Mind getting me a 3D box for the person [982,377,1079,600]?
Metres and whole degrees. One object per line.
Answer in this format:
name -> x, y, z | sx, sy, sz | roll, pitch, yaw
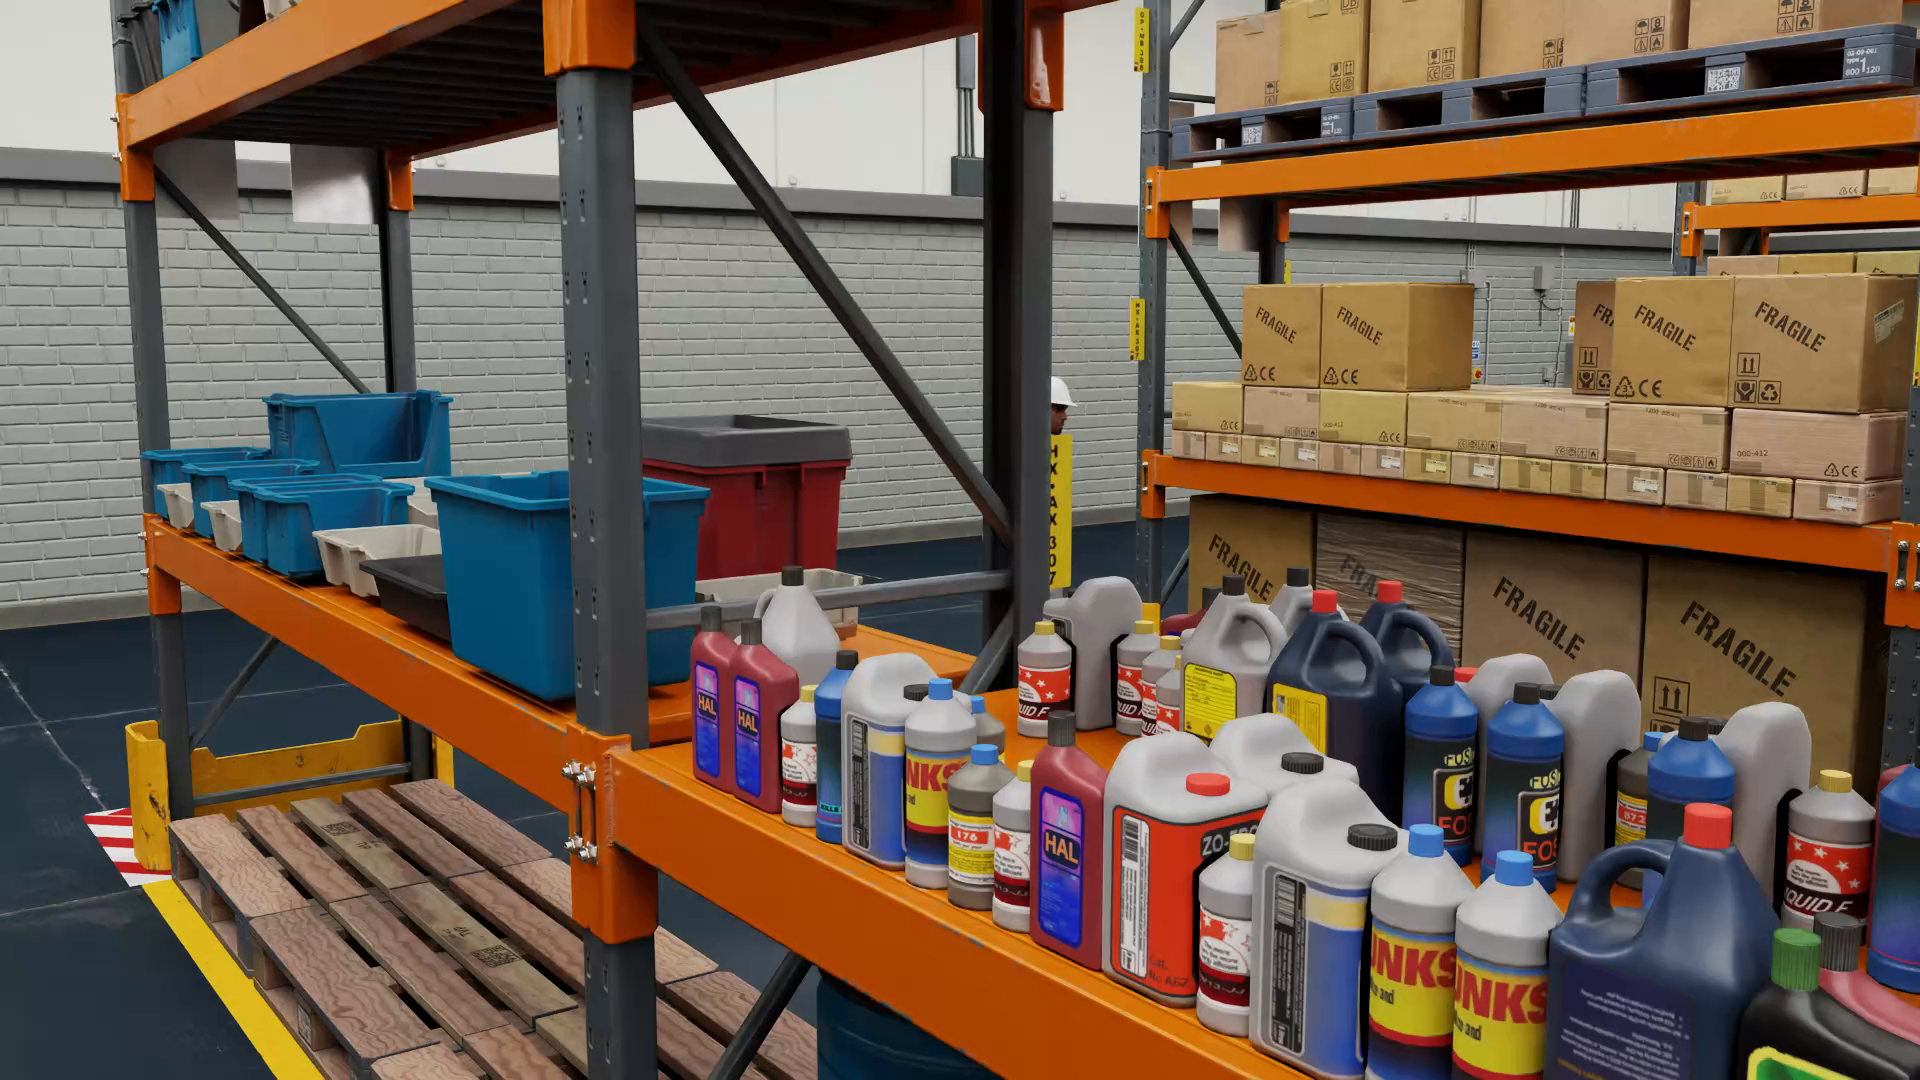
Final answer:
person -> 0.361, 0.056, 8.325 | 0.460, 1.759, 0.630 | 5, 9, 35
